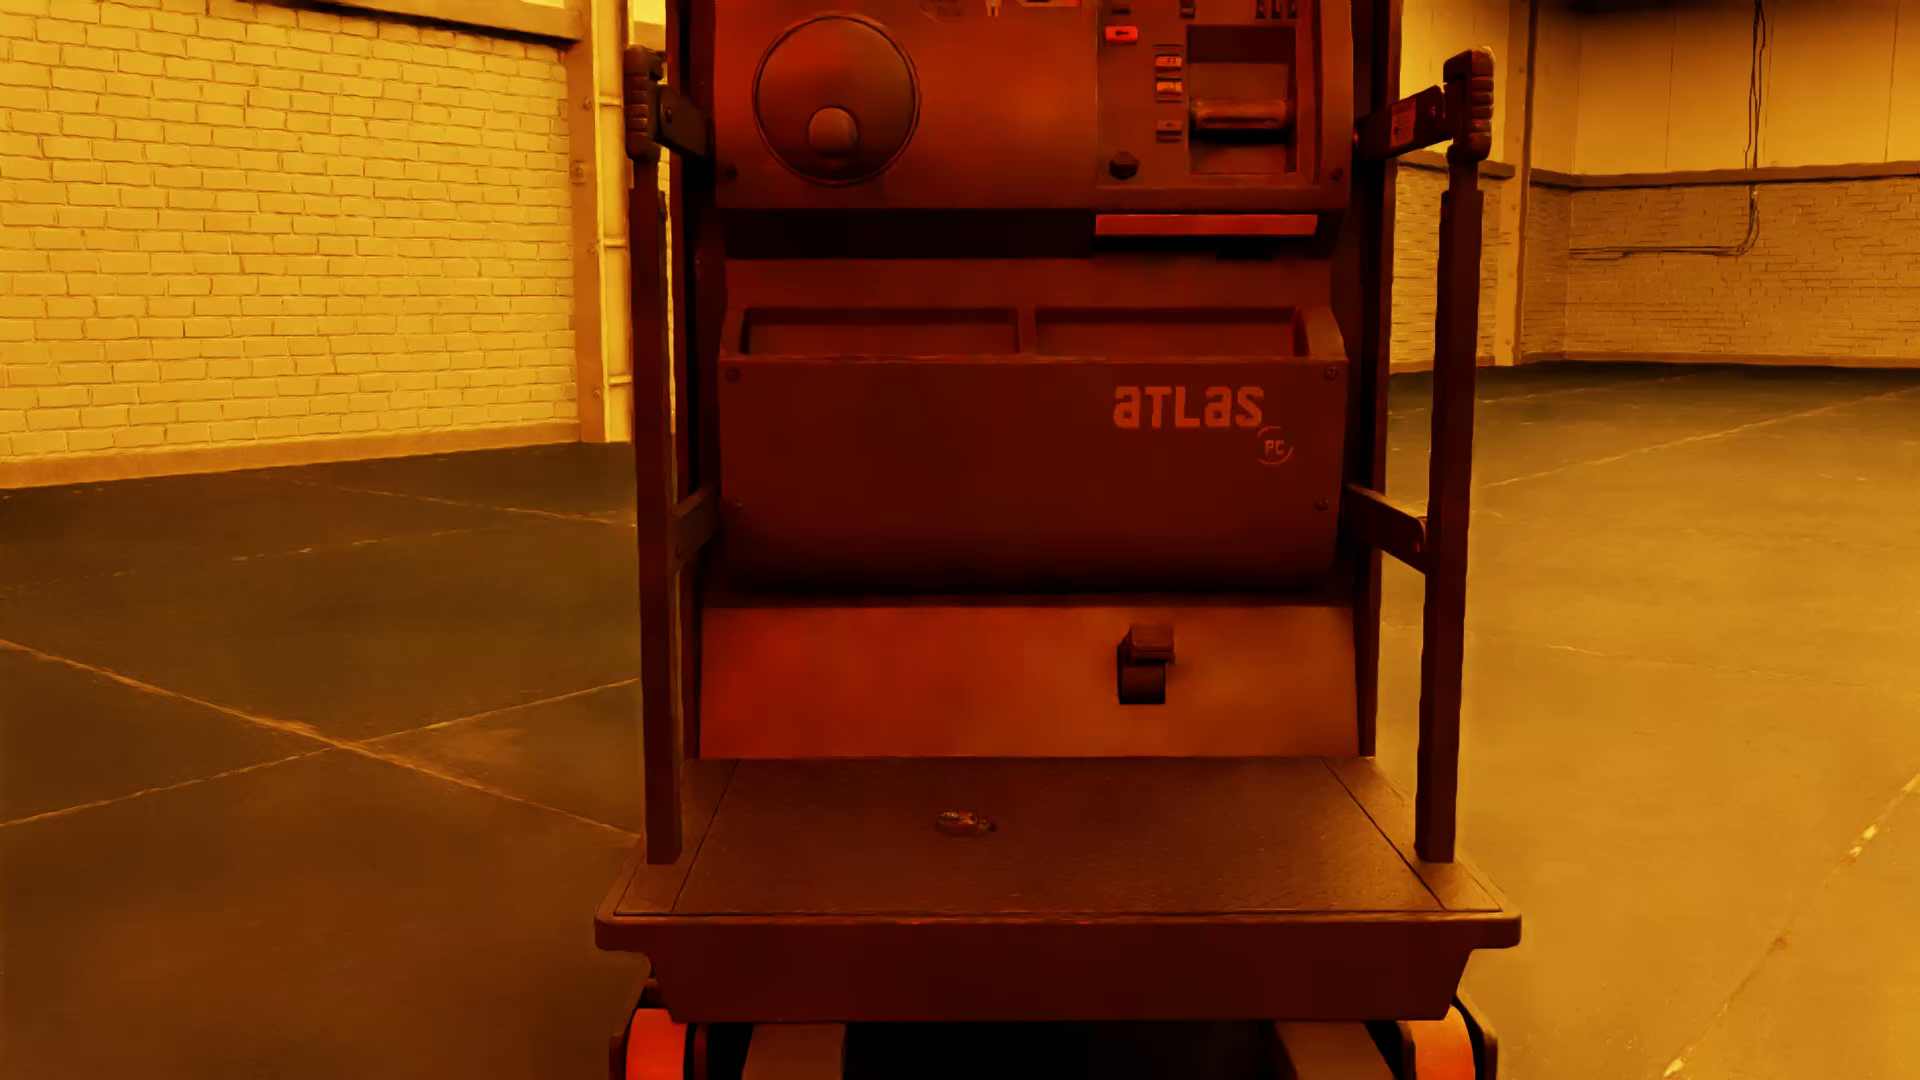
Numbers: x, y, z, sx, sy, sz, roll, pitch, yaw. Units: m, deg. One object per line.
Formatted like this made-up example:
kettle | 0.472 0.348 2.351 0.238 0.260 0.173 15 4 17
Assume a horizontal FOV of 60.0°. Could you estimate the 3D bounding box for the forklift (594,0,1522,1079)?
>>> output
forklift | 0.112 -0.725 2.238 1.130 2.935 3.031 0 8 -1
